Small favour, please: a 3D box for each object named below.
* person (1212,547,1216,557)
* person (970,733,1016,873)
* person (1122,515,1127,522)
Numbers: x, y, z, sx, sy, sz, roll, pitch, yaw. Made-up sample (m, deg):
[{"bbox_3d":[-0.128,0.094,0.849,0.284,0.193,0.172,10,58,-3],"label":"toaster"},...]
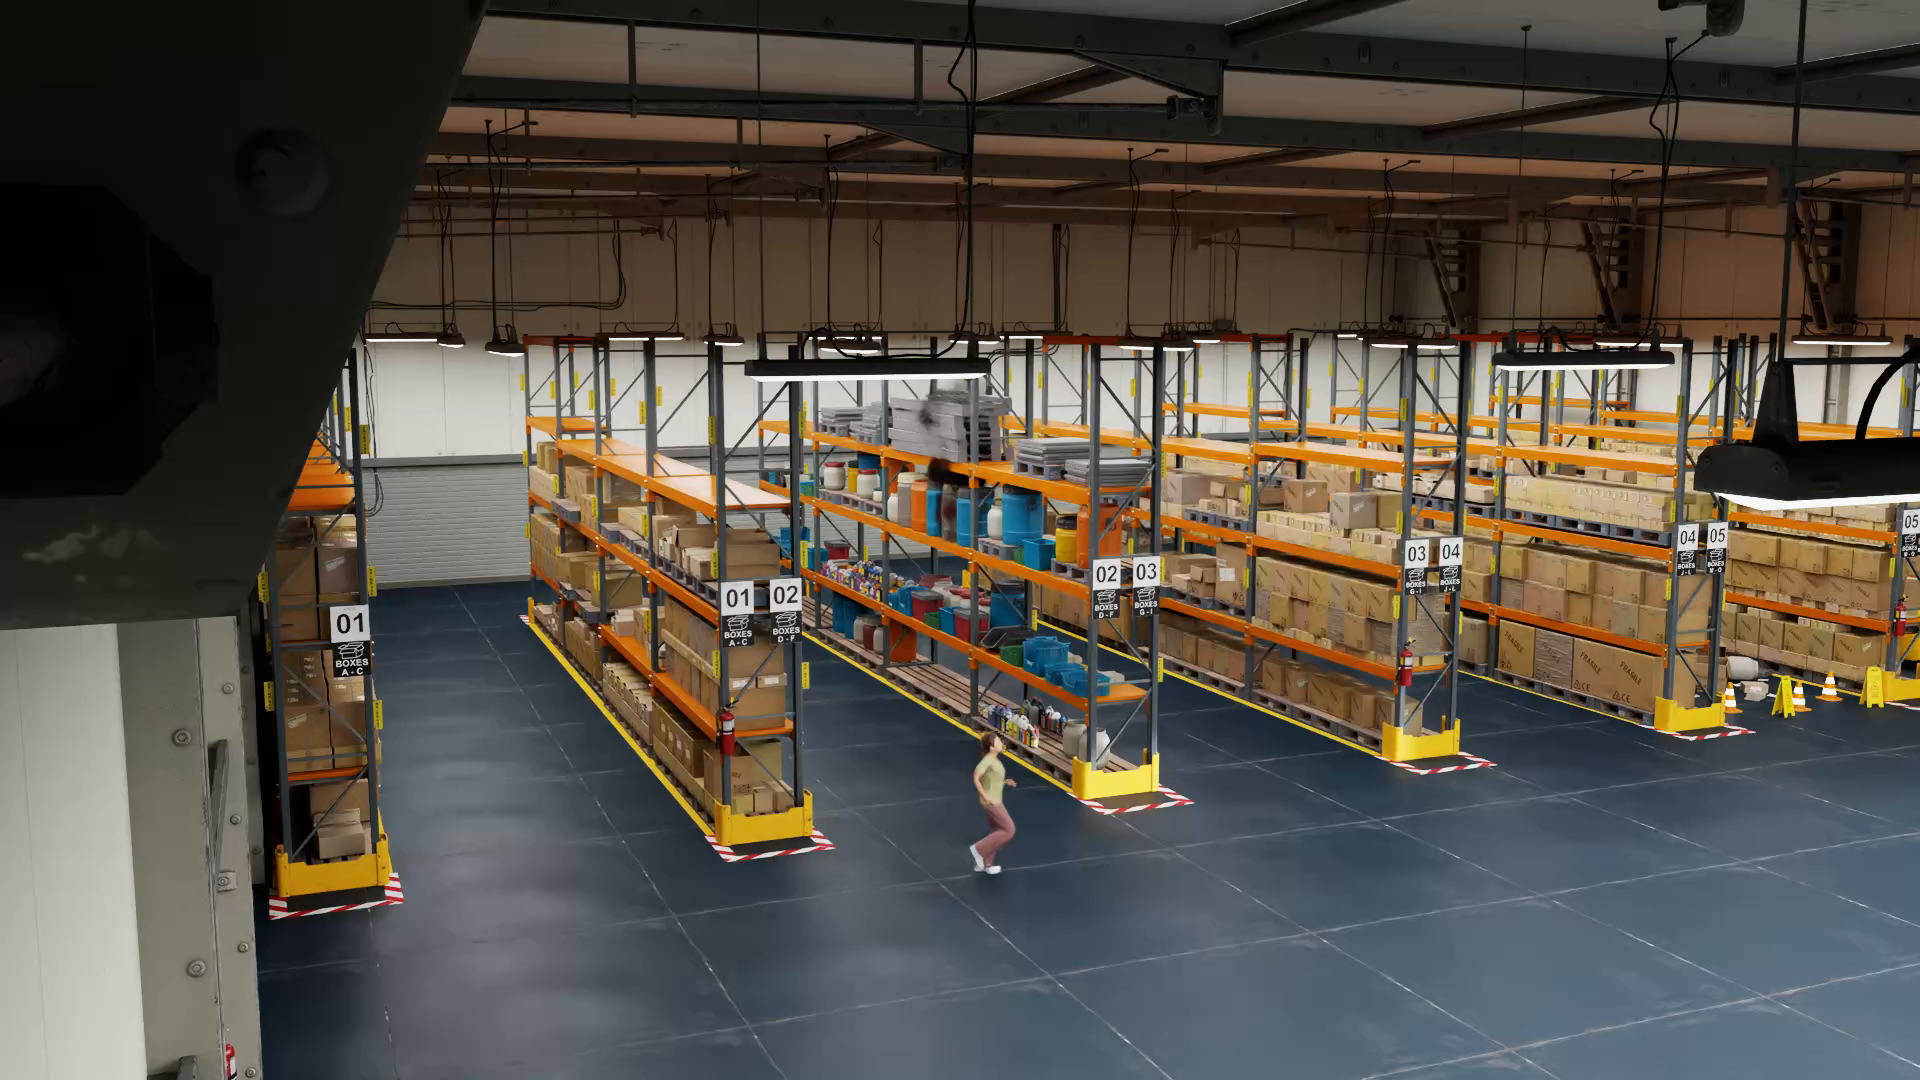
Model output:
[{"bbox_3d":[6.694,-0.160,42.326,0.745,1.748,0.663,-4,9,-29],"label":"person"},{"bbox_3d":[0.384,3.005,18.984,0.514,1.638,0.624,1,8,7],"label":"person"},{"bbox_3d":[3.891,0.148,40.354,0.627,1.626,0.920,2,8,17],"label":"person"}]
